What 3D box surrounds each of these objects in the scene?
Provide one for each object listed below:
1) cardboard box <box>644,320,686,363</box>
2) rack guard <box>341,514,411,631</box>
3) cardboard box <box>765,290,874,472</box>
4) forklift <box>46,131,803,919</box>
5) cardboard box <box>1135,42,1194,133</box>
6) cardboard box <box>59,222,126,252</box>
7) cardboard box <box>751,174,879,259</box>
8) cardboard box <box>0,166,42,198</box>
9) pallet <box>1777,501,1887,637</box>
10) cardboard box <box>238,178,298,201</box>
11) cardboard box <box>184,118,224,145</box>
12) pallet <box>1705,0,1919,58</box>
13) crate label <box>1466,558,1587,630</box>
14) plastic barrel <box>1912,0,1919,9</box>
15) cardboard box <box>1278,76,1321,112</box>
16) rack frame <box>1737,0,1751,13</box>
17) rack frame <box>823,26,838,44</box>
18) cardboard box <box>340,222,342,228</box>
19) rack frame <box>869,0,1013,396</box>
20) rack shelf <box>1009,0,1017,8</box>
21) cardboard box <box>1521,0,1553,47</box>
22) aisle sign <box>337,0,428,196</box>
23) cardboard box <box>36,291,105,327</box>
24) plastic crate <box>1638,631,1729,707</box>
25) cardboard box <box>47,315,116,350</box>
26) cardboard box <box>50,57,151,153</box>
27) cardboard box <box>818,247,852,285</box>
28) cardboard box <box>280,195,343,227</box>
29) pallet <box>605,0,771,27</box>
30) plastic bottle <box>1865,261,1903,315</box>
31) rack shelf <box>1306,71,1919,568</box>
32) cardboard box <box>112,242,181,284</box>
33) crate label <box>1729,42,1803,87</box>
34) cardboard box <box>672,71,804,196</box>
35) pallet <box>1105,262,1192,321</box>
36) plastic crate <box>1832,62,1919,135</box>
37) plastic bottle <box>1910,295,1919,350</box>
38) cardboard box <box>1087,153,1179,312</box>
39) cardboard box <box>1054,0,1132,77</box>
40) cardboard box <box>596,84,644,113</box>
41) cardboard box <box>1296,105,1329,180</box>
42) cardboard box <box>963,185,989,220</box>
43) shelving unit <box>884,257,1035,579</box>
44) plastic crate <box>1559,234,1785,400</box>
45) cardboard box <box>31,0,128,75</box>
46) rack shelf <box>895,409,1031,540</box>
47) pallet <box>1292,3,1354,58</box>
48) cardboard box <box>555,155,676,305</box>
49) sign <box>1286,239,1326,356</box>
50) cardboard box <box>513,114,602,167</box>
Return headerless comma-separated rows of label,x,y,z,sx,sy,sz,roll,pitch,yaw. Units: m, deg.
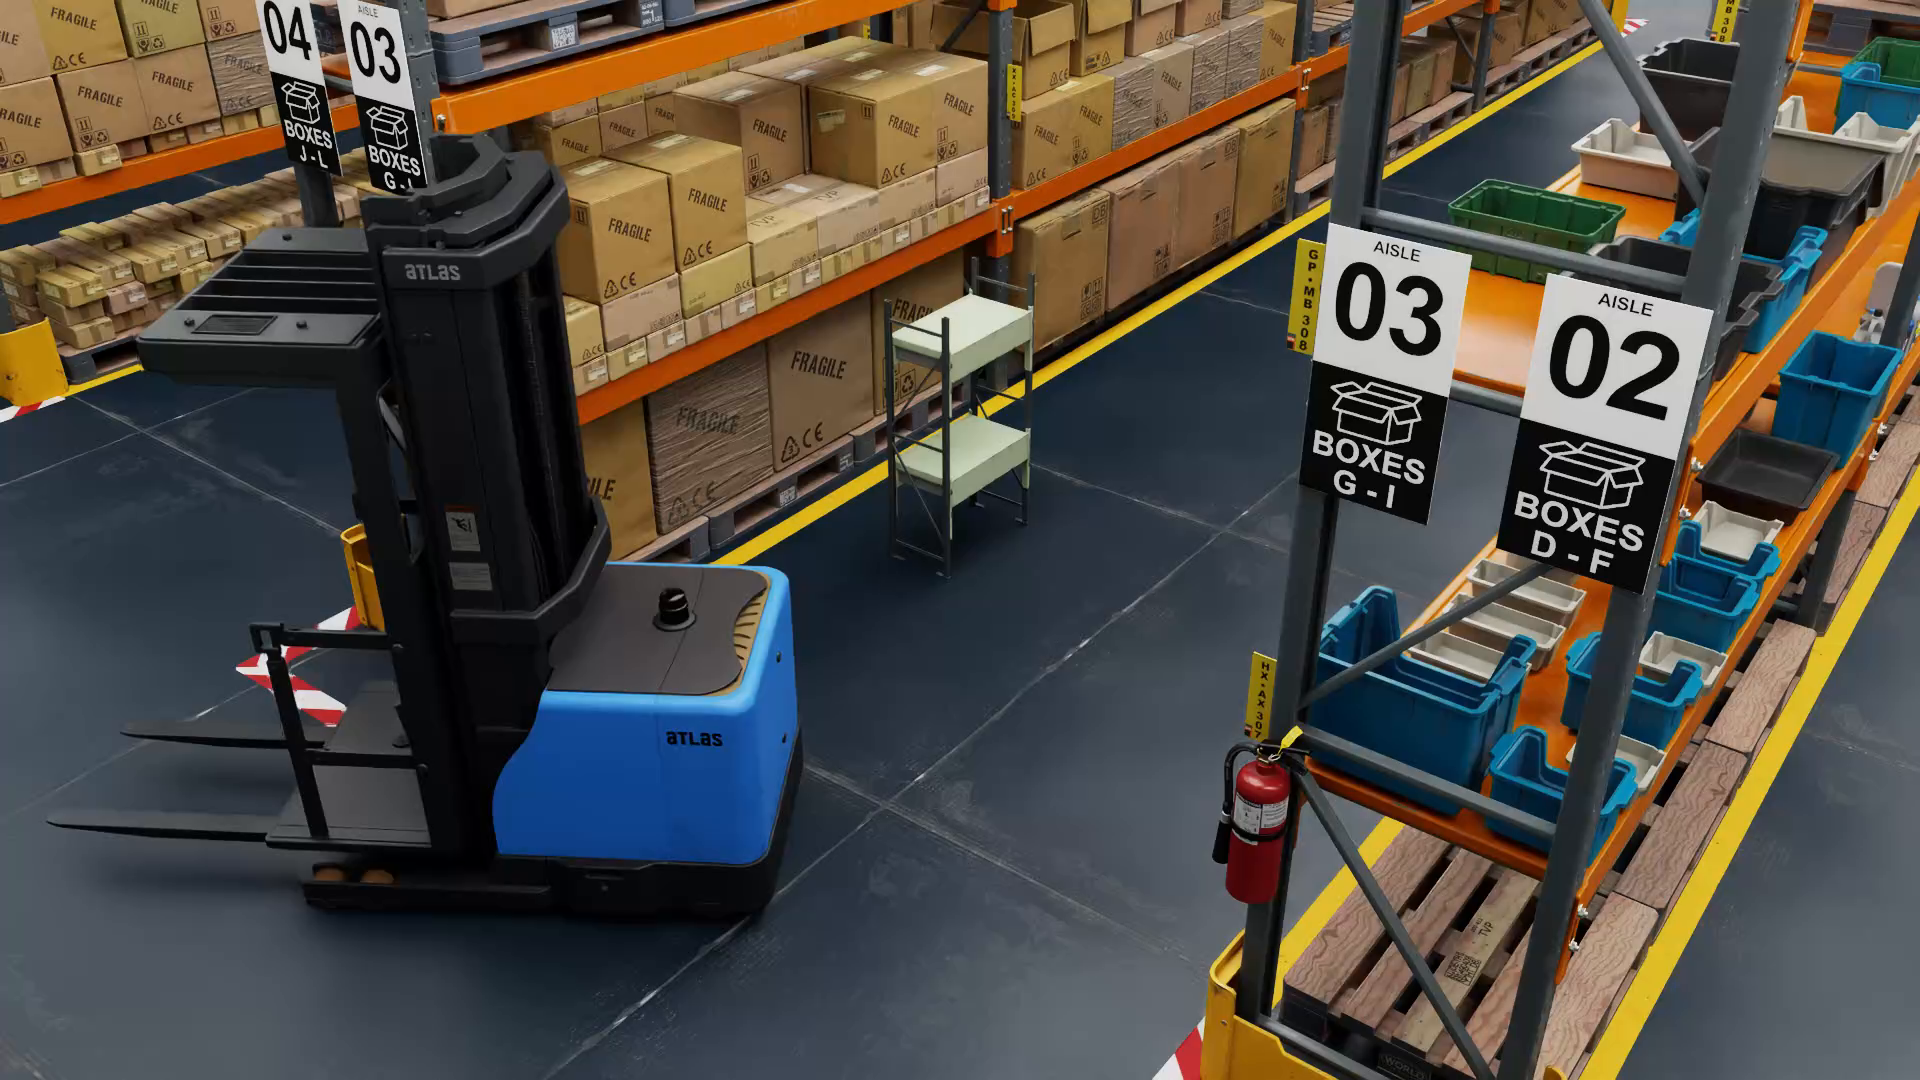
cardboard box,-1.595,-1.034,8.299,0.380,0.149,0.250,20,36,31
rack guard,-2.552,0.301,8.251,1.175,0.500,0.348,21,37,31
cardboard box,-1.128,-1.067,9.780,0.875,0.875,0.875,21,37,31
forklift,-2.238,-0.030,6.426,3.031,2.935,1.130,2,31,3
cardboard box,1.267,-3.182,11.580,0.500,0.500,0.500,22,37,32
cardboard box,-6.061,-2.084,11.625,0.380,0.149,0.250,20,36,30
cardboard box,-0.798,-1.794,9.191,0.500,0.250,0.500,22,37,32
cardboard box,-5.974,-2.274,10.392,0.380,0.149,0.250,21,36,31
pallet,4.325,0.013,9.021,1.003,0.211,1.213,21,37,31
cardboard box,-5.173,-2.572,12.449,0.380,0.149,0.250,19,36,29
cardboard box,-5.246,-2.825,11.321,0.380,0.149,0.250,20,36,30
pallet,4.221,-2.443,7.674,1.213,0.211,1.003,21,37,31
crate label,2.095,0.207,6.159,0.396,0.136,0.243,21,37,31
plastic barrel,4.344,-2.552,7.126,0.433,0.535,0.433,0,31,0
cardboard box,2.672,-3.754,13.927,0.500,0.250,0.500,23,38,33
rack frame,3.826,-3.466,6.273,1.000,3.000,0.127,21,37,31
rack frame,-1.601,-5.603,15.763,1.000,3.000,0.127,21,37,31
cardboard box,-4.799,-2.321,12.318,0.380,0.149,0.250,19,36,29
rack frame,-0.123,-2.410,10.374,1.000,3.000,0.127,21,37,31
rack shelf,1.085,-4.204,11.164,1.077,0.370,4.000,21,37,31
cardboard box,6.004,-5.642,17.868,0.500,0.500,0.500,25,39,36
aisle sign,-2.342,-1.781,6.763,0.394,0.787,0.004,21,37,31
cardboard box,-5.910,-1.568,11.046,0.380,0.149,0.250,23,38,33
plastic crate,2.492,0.448,5.751,0.250,0.136,0.298,21,37,31
cardboard box,-5.859,-1.420,11.089,0.380,0.149,0.250,22,37,32
cardboard box,-5.637,-2.845,10.719,0.500,0.500,0.500,21,37,31
cardboard box,-0.821,-1.555,9.177,0.380,0.149,0.250,20,36,31
cardboard box,-4.752,-2.410,12.175,0.380,0.149,0.250,20,36,30
pallet,-1.362,-2.839,8.243,1.003,0.211,1.213,21,37,31
plastic bottle,4.847,-1.326,8.667,0.152,0.276,0.135,21,37,31
rack shelf,2.619,-1.054,5.849,1.077,0.370,4.000,21,37,31
cardboard box,-5.519,-1.882,11.284,0.380,0.149,0.250,21,37,31
crate label,3.300,-1.953,6.919,0.293,0.136,0.466,21,37,31
cardboard box,-1.229,-2.269,9.257,0.500,0.500,0.500,20,36,30
pallet,1.019,-2.045,12.494,1.003,0.211,1.213,21,37,31
plastic crate,3.531,-1.636,6.290,0.416,0.233,0.300,21,37,31
plastic bottle,4.722,-1.088,8.271,0.097,0.271,0.097,0,31,0
cardboard box,0.786,-2.306,11.871,1.225,0.875,0.875,20,36,30
cardboard box,0.680,-3.422,11.000,0.797,0.503,0.637,22,37,32
cardboard box,-3.040,-3.842,14.094,0.500,0.250,0.500,22,37,33
cardboard box,2.680,-3.428,14.113,0.700,0.500,0.500,19,36,29
cardboard box,-0.046,-2.077,10.059,0.380,0.149,0.250,21,37,32
shelving unit,0.004,-0.648,8.872,0.431,1.500,0.755,21,37,31
plastic crate,1.866,-0.565,4.447,0.497,0.269,0.590,21,37,31
cardboard box,-5.648,-3.260,10.439,0.500,0.500,0.500,22,37,33
rack shelf,0.004,-0.367,9.038,0.431,0.370,0.720,21,37,31
pallet,2.637,-4.276,13.711,1.213,0.211,1.003,21,37,31
cardboard box,-1.730,-1.485,7.934,0.500,0.500,0.500,20,36,30
sign,0.963,-0.668,4.595,0.100,0.325,0.005,21,37,31
cardboard box,-3.359,-3.301,13.918,0.500,0.500,0.500,23,37,33
